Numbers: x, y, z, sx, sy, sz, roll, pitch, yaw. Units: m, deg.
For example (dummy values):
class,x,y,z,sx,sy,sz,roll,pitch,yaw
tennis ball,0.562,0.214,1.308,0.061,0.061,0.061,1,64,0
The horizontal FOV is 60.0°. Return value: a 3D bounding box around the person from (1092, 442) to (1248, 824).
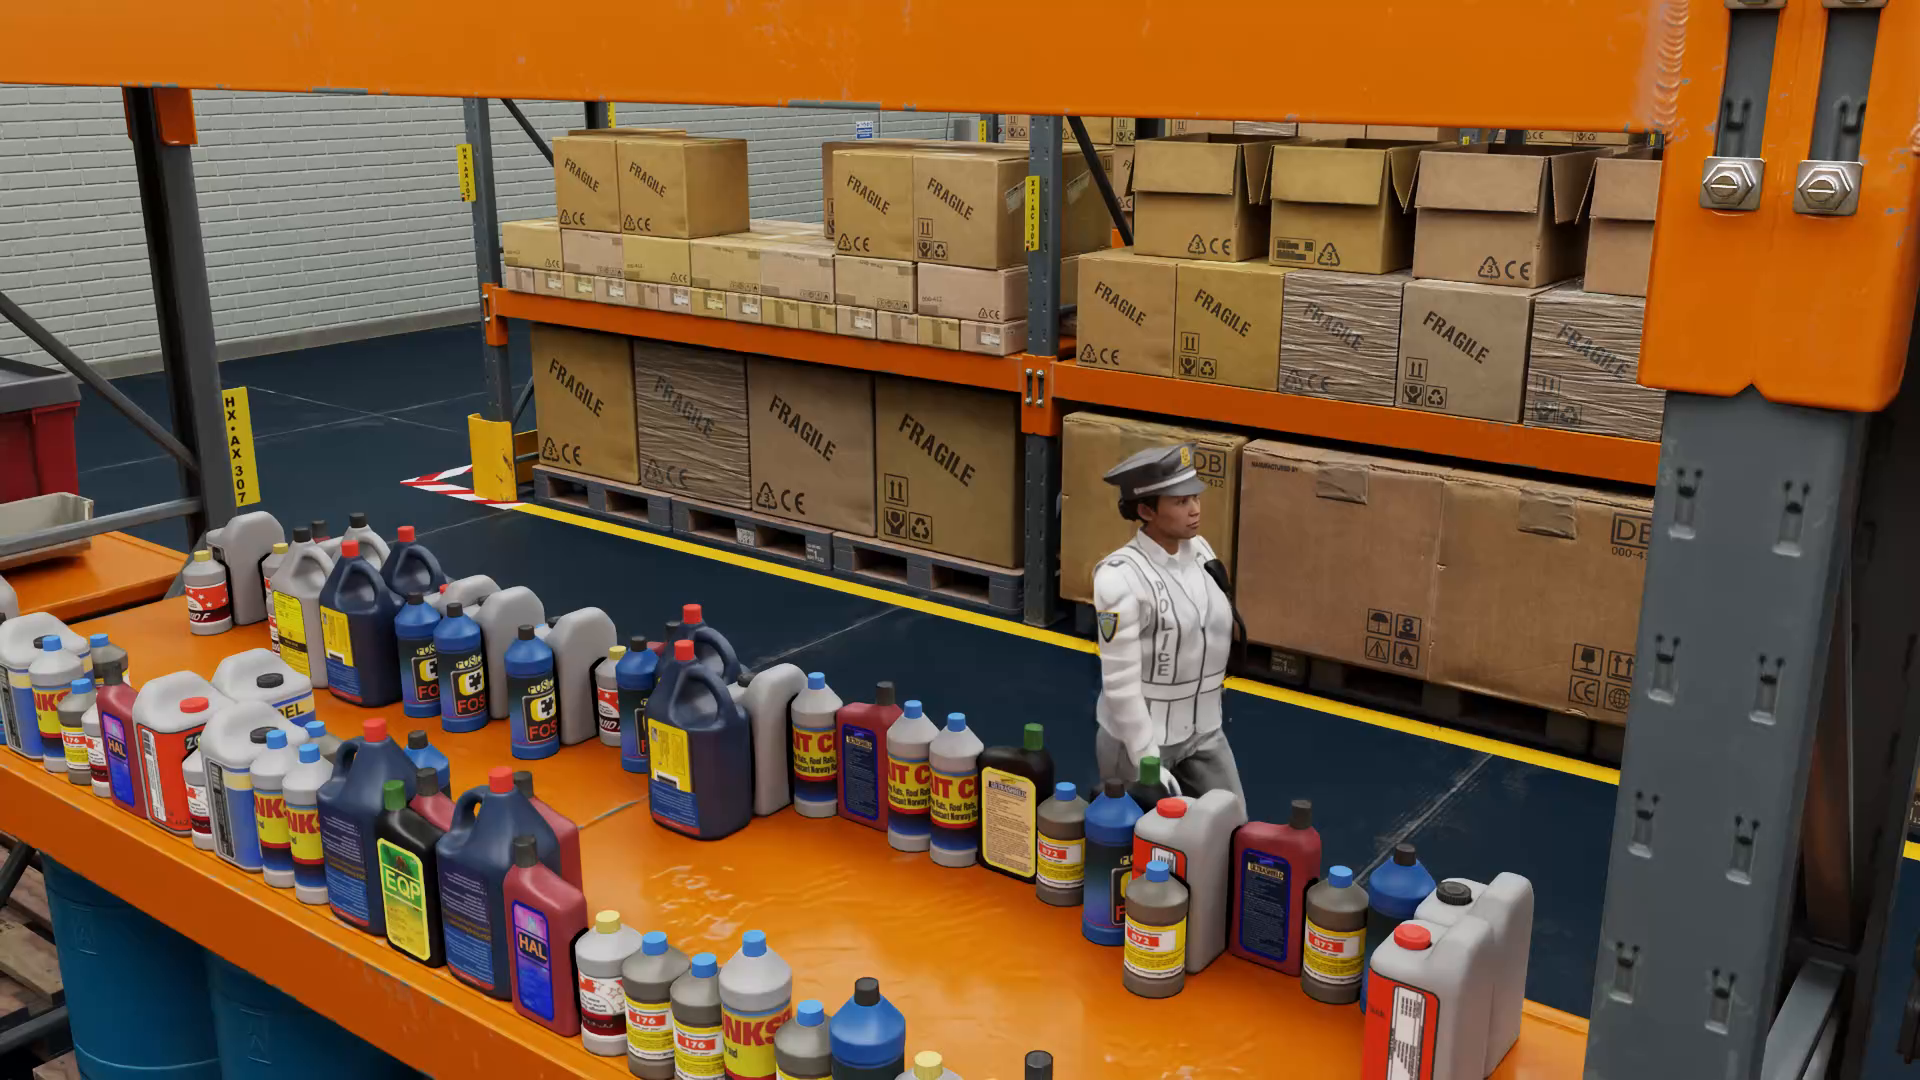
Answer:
class,x,y,z,sx,sy,sz,roll,pitch,yaw
person,0.594,0.588,4.578,0.486,1.749,0.624,-13,21,-36
